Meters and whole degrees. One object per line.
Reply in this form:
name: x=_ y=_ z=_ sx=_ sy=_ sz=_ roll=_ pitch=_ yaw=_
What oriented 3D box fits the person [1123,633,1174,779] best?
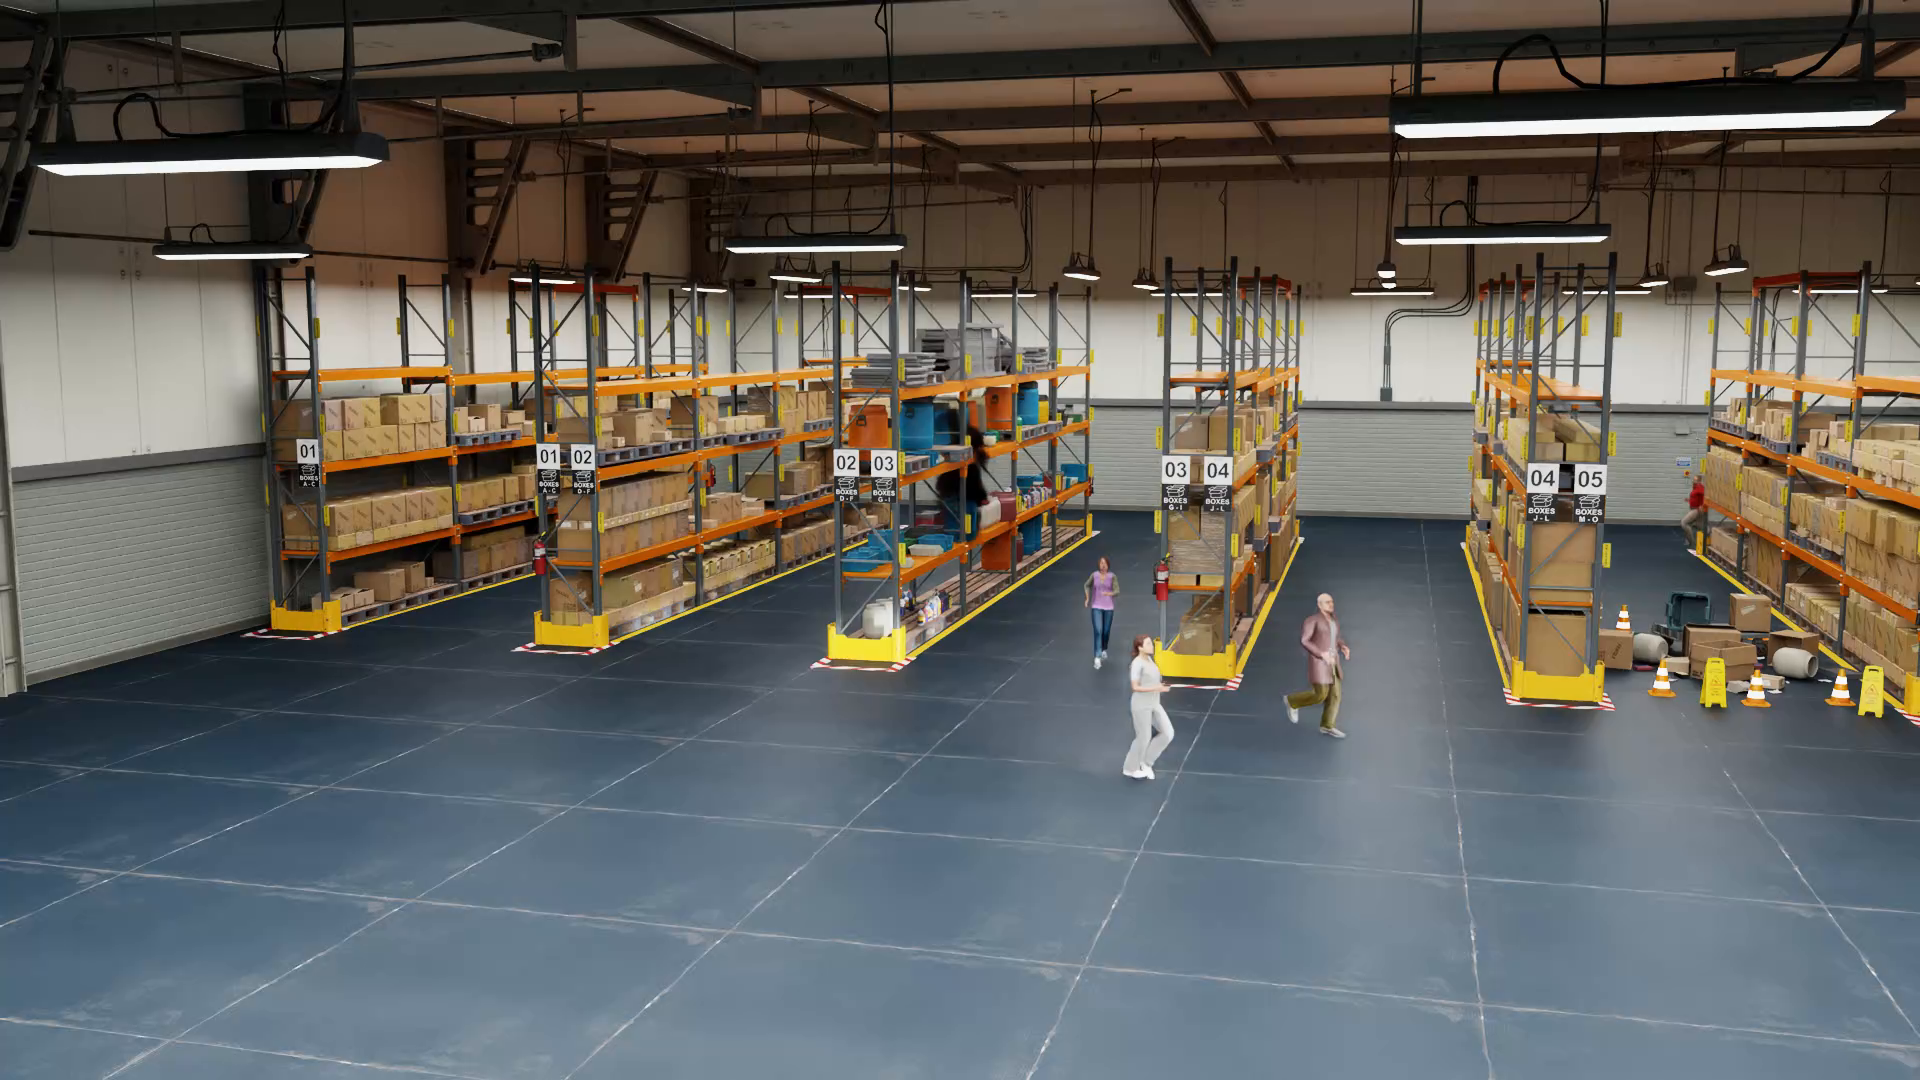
person: x=2.096 y=1.854 z=18.407 sx=0.616 sy=1.656 sz=0.548 roll=5 pitch=9 yaw=36

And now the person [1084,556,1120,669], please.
person: x=2.098 y=1.059 z=24.820 sx=0.479 sy=1.630 sz=0.663 roll=0 pitch=7 yaw=3

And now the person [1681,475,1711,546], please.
person: x=16.977 y=-0.639 z=38.186 sx=0.747 sy=1.729 sz=0.769 roll=3 pitch=8 yaw=24

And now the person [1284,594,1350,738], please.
person: x=4.477 y=1.531 z=20.677 sx=0.717 sy=1.768 sz=0.835 roll=-6 pitch=9 yaw=-38
